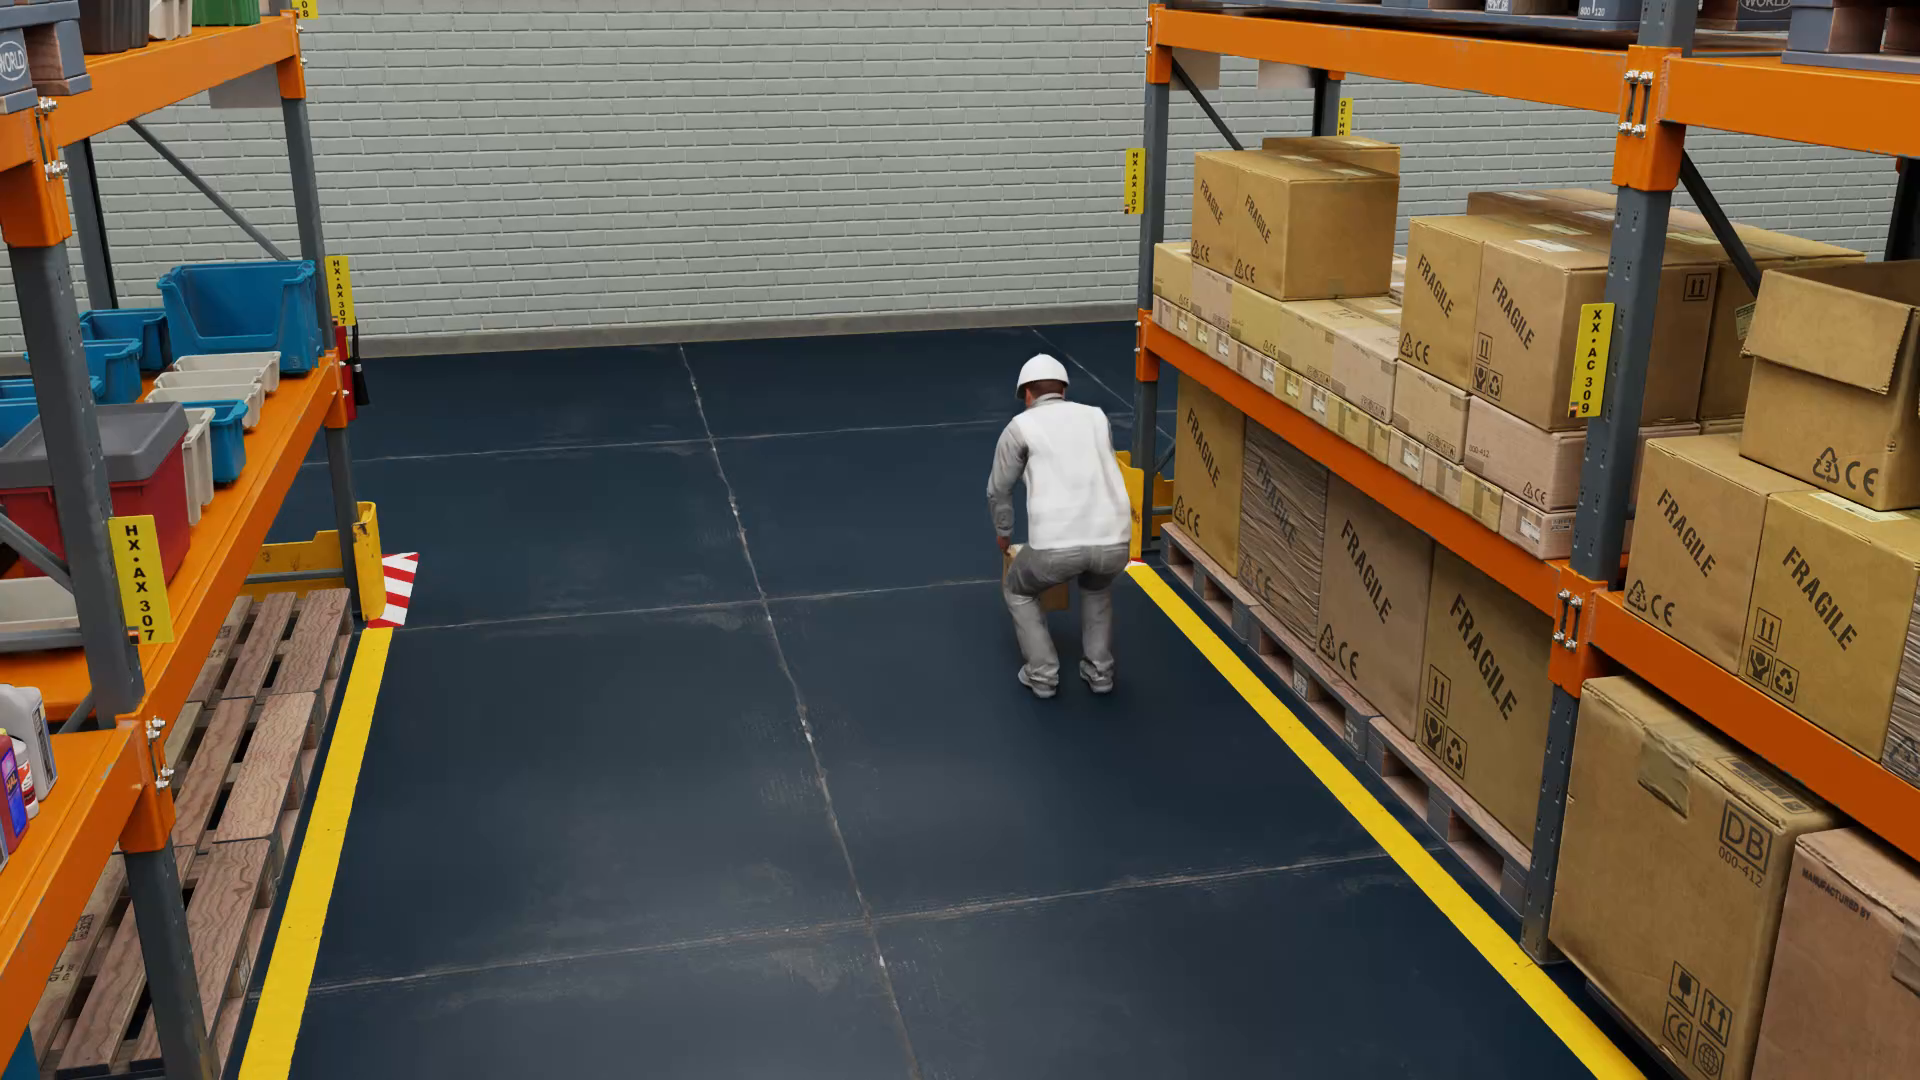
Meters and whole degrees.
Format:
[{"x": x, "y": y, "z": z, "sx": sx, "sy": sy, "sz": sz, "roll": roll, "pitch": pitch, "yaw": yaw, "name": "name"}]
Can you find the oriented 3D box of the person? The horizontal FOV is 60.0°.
[{"x": 0.423, "y": -0.049, "z": 7.203, "sx": 0.592, "sy": 1.422, "sz": 0.768, "roll": -4, "pitch": 20, "yaw": -12, "name": "person"}]
